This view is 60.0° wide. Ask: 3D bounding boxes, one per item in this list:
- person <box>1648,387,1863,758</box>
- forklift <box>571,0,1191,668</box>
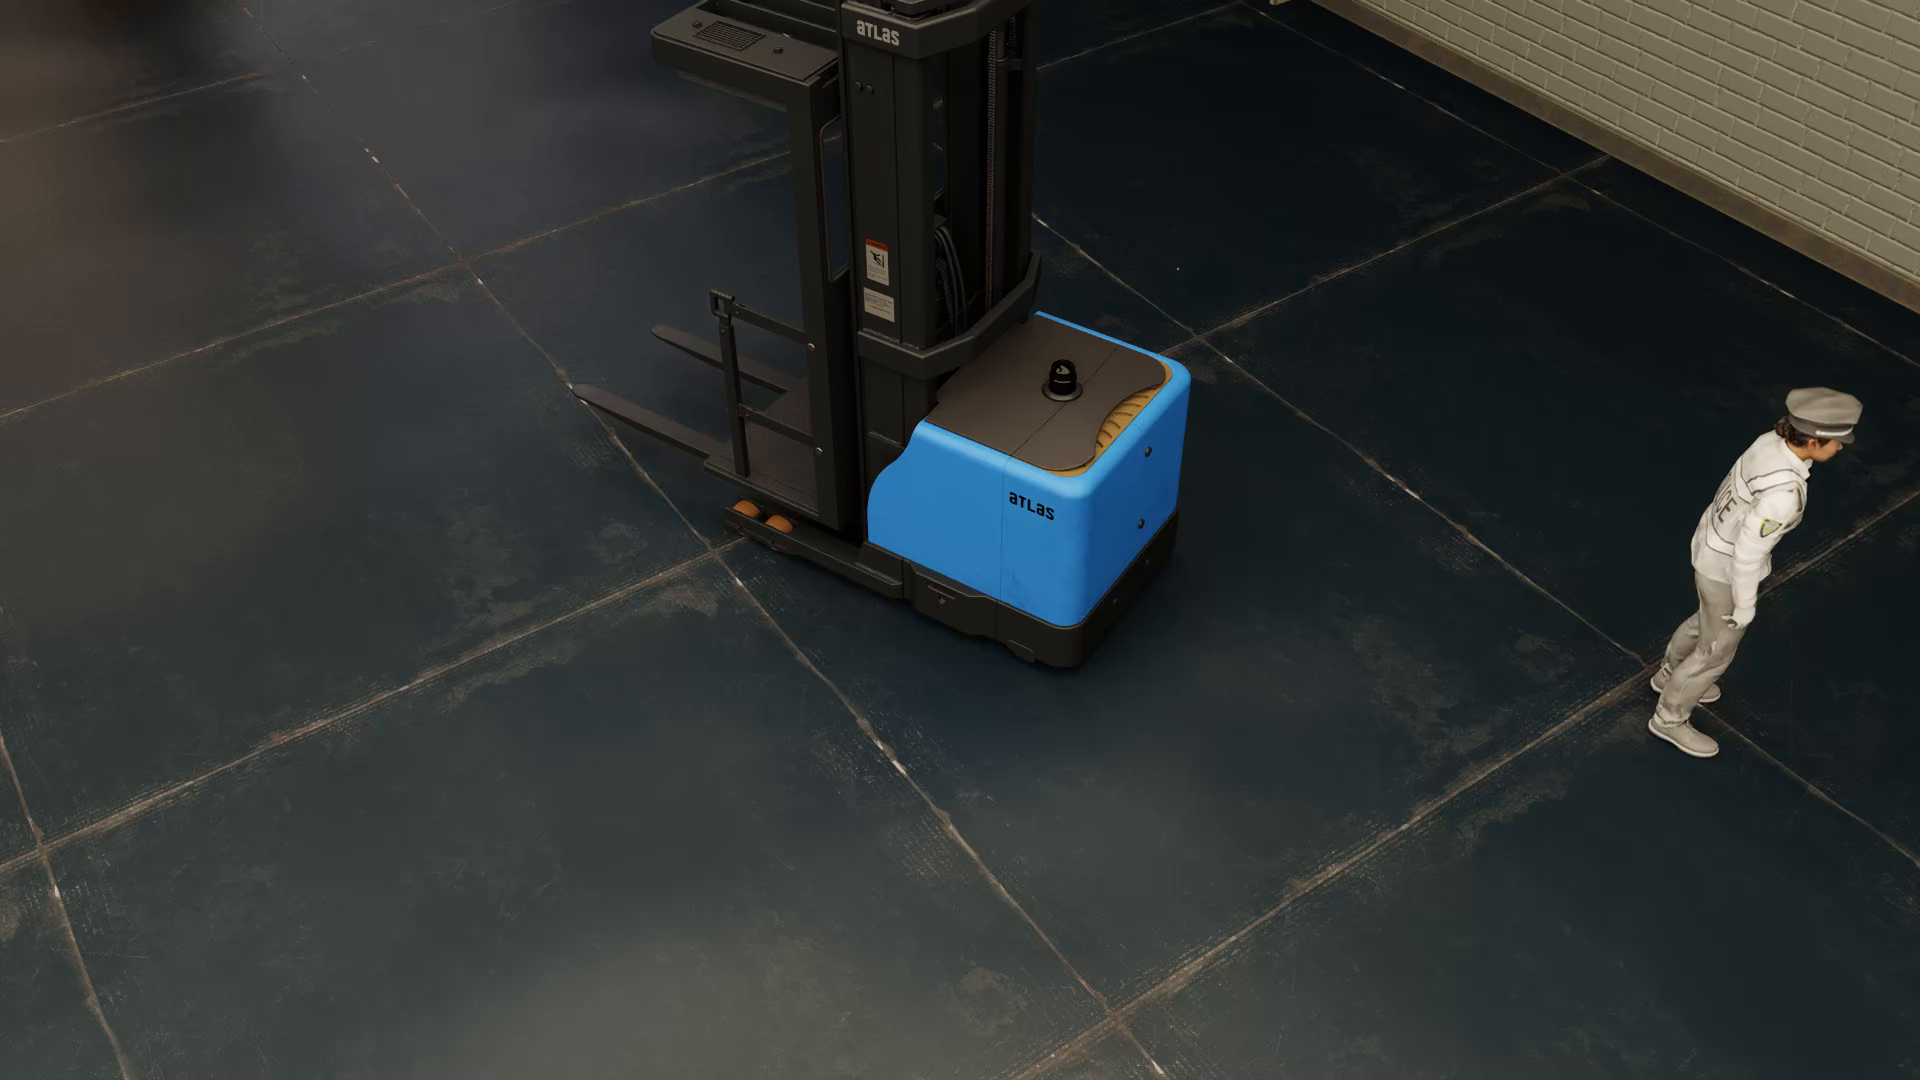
[{"bbox_3d":[3.062,0.107,6.536,0.377,1.663,0.530,14,45,15],"label":"person"},{"bbox_3d":[-0.511,-1.302,7.129,3.031,2.935,1.130,24,48,24],"label":"forklift"}]
